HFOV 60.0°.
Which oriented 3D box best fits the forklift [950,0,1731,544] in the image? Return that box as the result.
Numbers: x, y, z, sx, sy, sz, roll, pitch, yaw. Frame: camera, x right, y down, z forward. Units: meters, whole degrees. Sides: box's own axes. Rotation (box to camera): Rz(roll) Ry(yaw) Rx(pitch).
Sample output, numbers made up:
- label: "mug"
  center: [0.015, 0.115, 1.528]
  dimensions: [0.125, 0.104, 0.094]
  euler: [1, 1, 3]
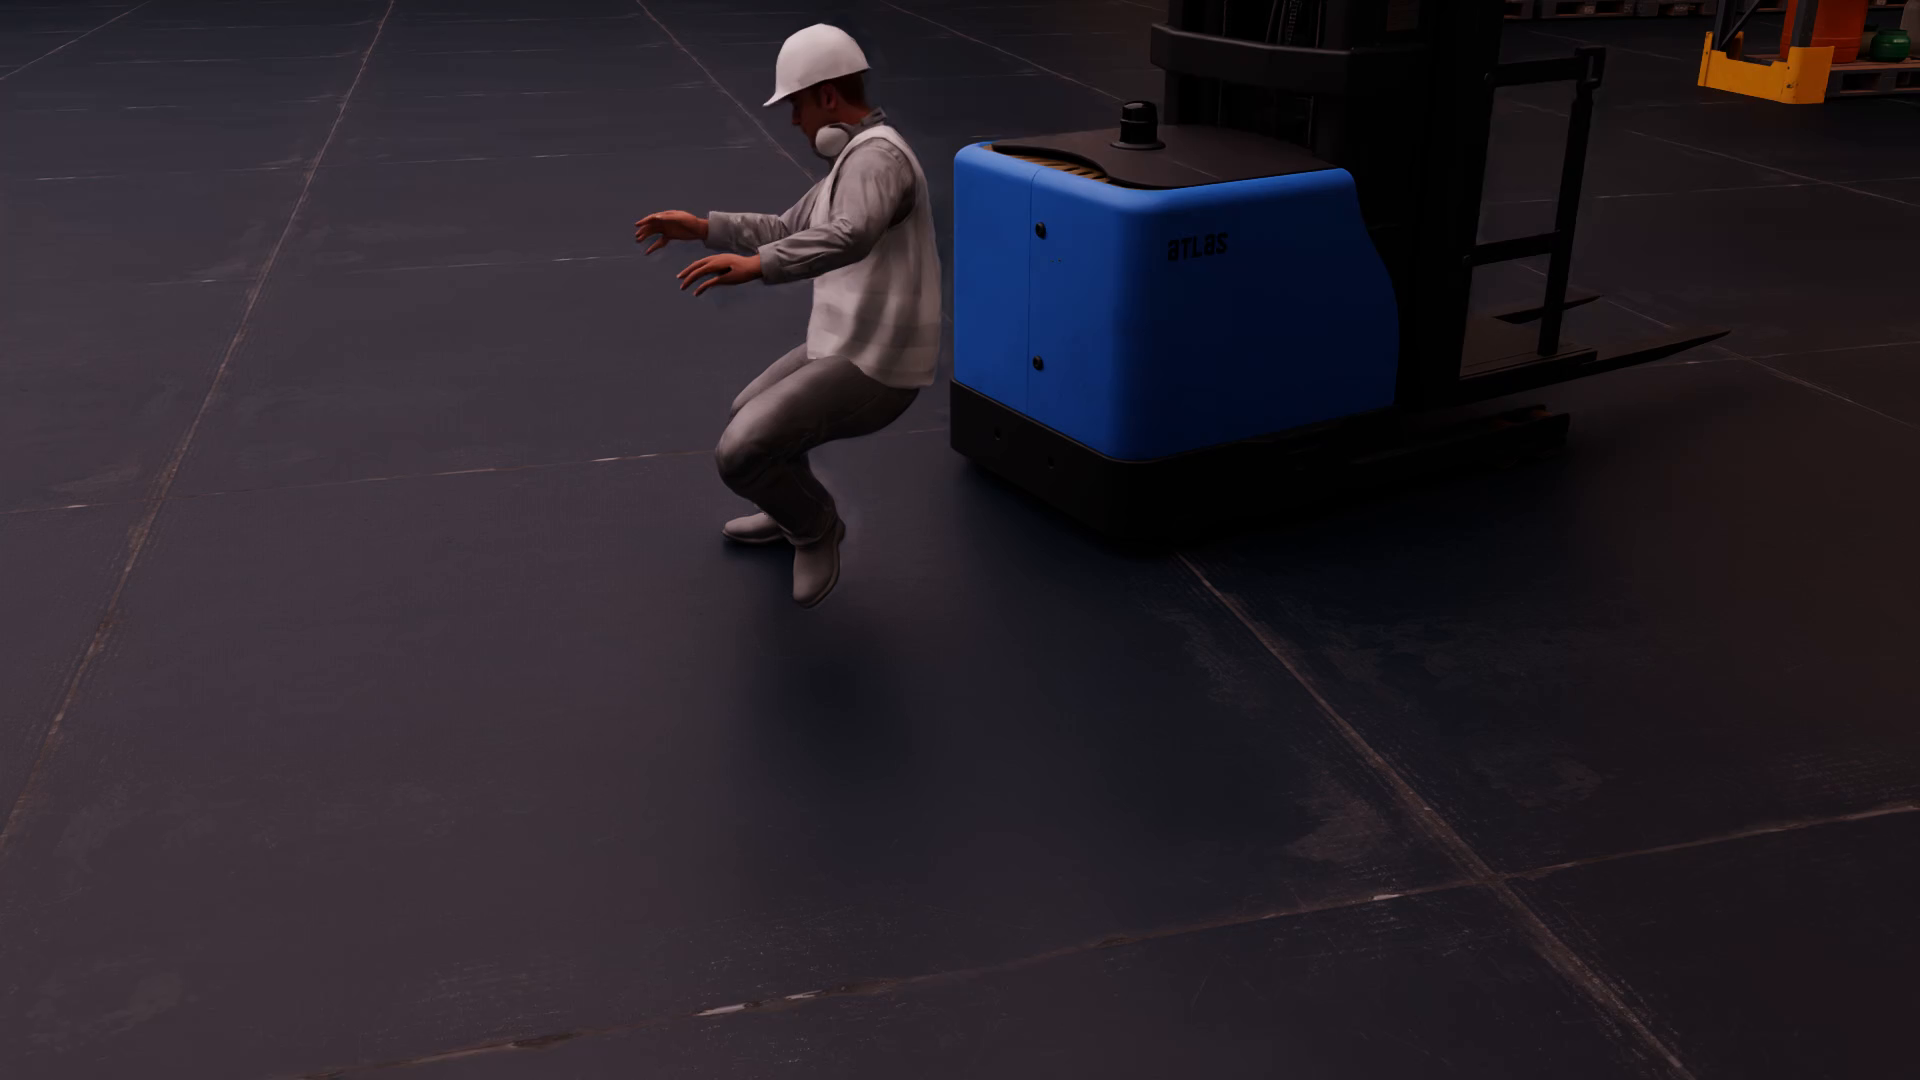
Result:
- label: "forklift"
  center: [1.492, -1.752, 5.426]
  dimensions: [3.031, 2.935, 1.130]
  euler: [-13, 27, -29]

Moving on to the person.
- label: "person"
  center: [-0.452, -0.560, 4.415]
  dimensions: [0.804, 1.536, 0.893]
  euler: [-2, 23, -6]
